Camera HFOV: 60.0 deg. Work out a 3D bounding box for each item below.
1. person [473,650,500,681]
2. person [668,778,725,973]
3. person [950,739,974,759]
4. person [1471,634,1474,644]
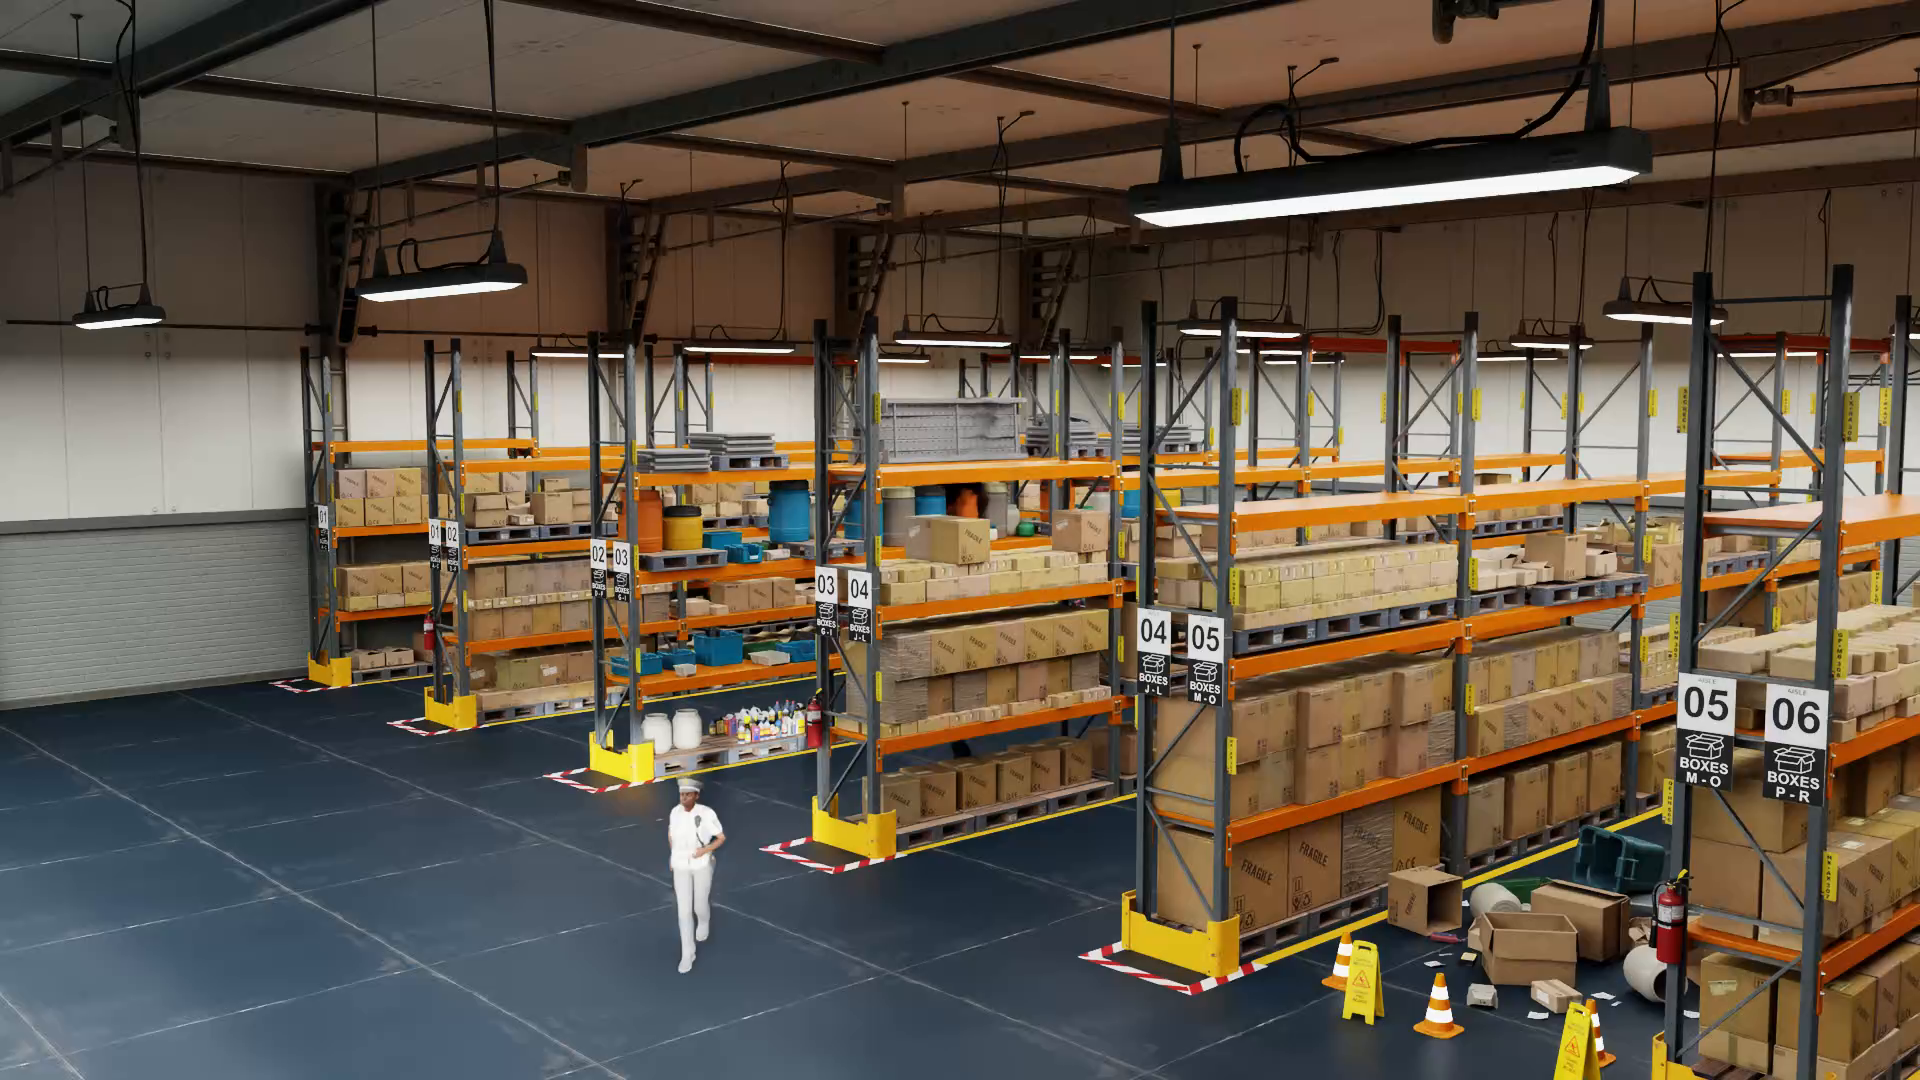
[{"bbox_3d":[-8.092,1.803,28.366,0.665,1.742,0.593,4,7,40],"label":"person"},{"bbox_3d":[-2.420,2.993,15.205,0.571,1.709,0.836,0,5,5],"label":"person"},{"bbox_3d":[0.001,2.414,22.160,0.516,1.636,0.685,5,7,43],"label":"person"},{"bbox_3d":[7.407,2.177,24.373,0.564,1.673,0.635,-4,7,-41],"label":"person"}]
